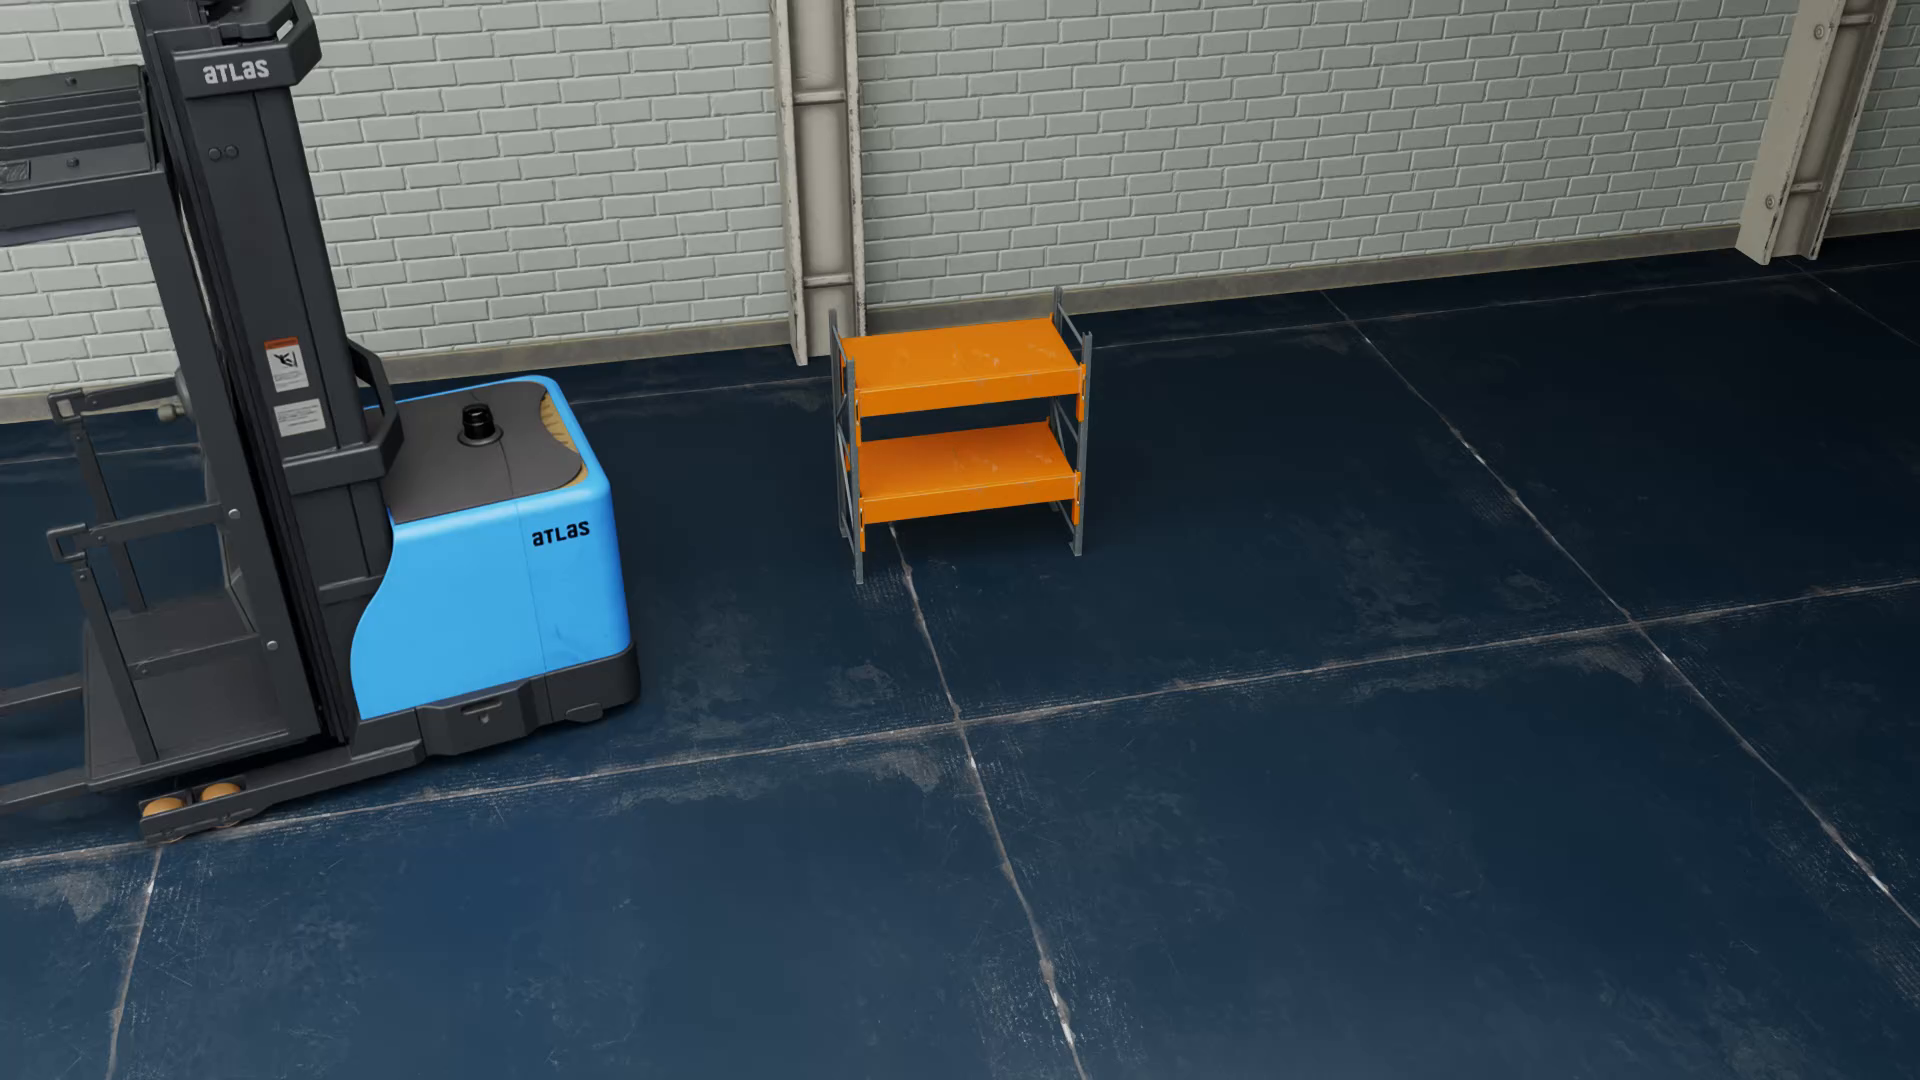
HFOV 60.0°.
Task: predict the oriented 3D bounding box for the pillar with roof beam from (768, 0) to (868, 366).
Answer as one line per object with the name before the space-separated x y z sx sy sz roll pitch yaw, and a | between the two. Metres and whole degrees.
pillar with roof beam | 0.213 -2.468 3.352 0.400 9.000 9.100 -7 35 -11

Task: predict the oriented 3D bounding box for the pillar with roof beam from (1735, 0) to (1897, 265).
pillar with roof beam | 6.065 -3.205 4.451 0.400 9.000 9.100 -7 35 -11

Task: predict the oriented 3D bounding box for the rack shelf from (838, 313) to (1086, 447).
rack shelf | -0.007 -0.709 7.272 1.000 0.278 0.538 -7 35 -11

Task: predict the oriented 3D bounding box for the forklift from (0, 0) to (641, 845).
forklift | -2.851 -0.443 5.779 3.031 2.935 1.130 -14 36 -20

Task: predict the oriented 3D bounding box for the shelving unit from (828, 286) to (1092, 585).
shelving unit | -0.007 -0.466 7.435 1.048 1.125 0.538 -7 35 -11

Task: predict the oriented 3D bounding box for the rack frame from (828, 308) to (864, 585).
rack frame | -0.502 -0.404 7.342 0.032 1.125 0.500 -7 35 -11

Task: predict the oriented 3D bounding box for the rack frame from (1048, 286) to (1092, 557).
rack frame | 0.489 -0.529 7.528 0.032 1.125 0.500 -7 35 -11

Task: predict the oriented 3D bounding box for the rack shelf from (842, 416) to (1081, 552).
rack shelf | -0.007 -0.263 7.572 1.000 0.278 0.538 -7 35 -11
